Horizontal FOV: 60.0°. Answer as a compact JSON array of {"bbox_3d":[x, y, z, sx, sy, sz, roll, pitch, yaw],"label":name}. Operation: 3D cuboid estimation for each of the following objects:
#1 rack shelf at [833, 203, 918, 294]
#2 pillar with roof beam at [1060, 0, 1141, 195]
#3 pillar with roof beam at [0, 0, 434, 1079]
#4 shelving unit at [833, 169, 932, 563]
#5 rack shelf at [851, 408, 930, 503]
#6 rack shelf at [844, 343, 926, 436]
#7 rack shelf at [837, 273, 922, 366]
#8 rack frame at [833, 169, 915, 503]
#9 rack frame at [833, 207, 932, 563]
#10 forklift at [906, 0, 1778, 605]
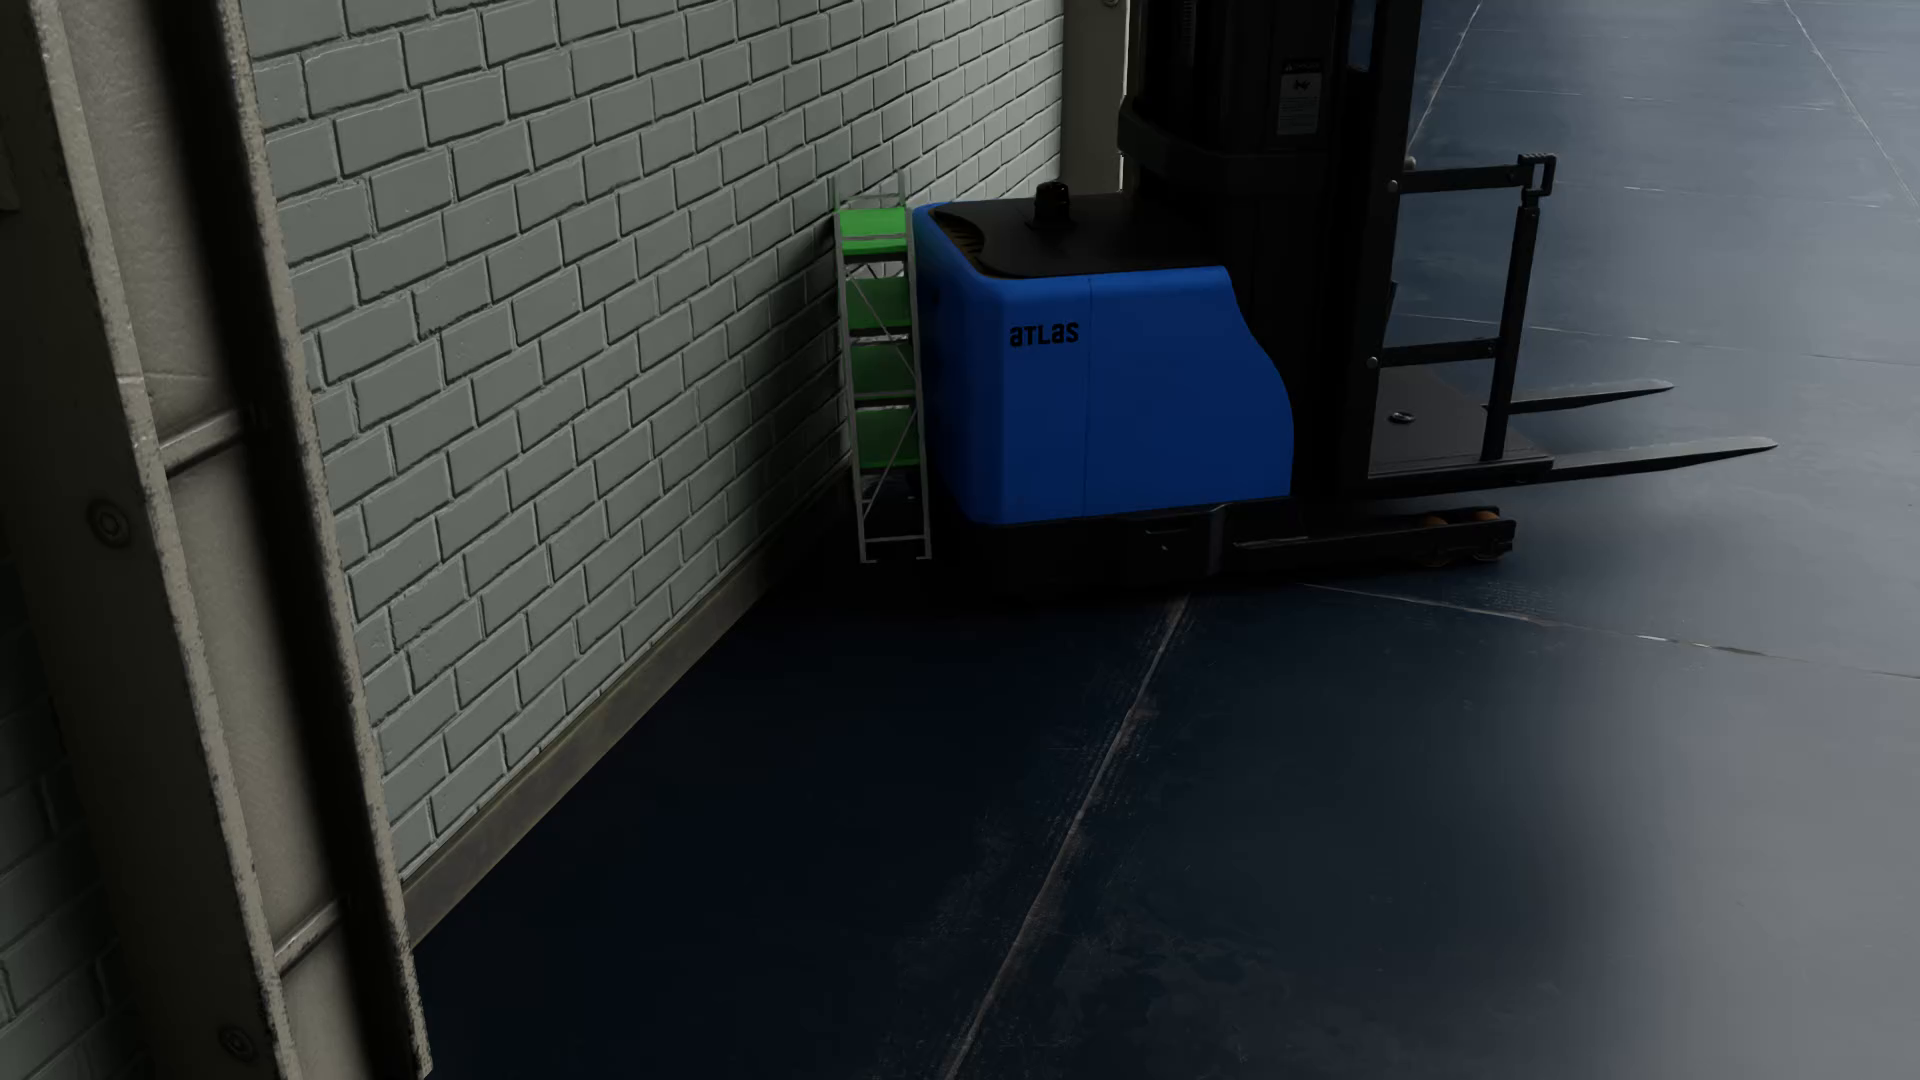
[{"bbox_3d":[-0.279,-0.947,5.371,0.258,0.148,0.480,-4,26,-3],"label":"rack shelf"},{"bbox_3d":[4.747,-4.734,5.201,9.100,9.000,0.400,9,27,17],"label":"pillar with roof beam"},{"bbox_3d":[2.751,-2.268,0.108,9.100,9.000,0.400,9,27,17],"label":"pillar with roof beam"},{"bbox_3d":[-0.260,-0.575,5.555,0.258,1.200,0.503,-4,26,-3],"label":"shelving unit"},{"bbox_3d":[-0.247,-0.302,5.690,0.258,0.148,0.480,-4,26,-3],"label":"rack shelf"},{"bbox_3d":[-0.258,-0.517,5.583,0.258,0.148,0.480,-4,26,-3],"label":"rack shelf"},{"bbox_3d":[-0.268,-0.732,5.477,0.258,0.148,0.480,-4,26,-3],"label":"rack shelf"},{"bbox_3d":[-0.280,-0.682,5.773,0.240,1.200,0.015,-4,26,-3],"label":"rack frame"},{"bbox_3d":[-0.241,-0.467,5.337,0.240,1.200,0.015,-4,26,-3],"label":"rack frame"},{"bbox_3d":[1.376,-1.444,5.370,3.031,2.935,1.130,-6,26,-12],"label":"forklift"}]
